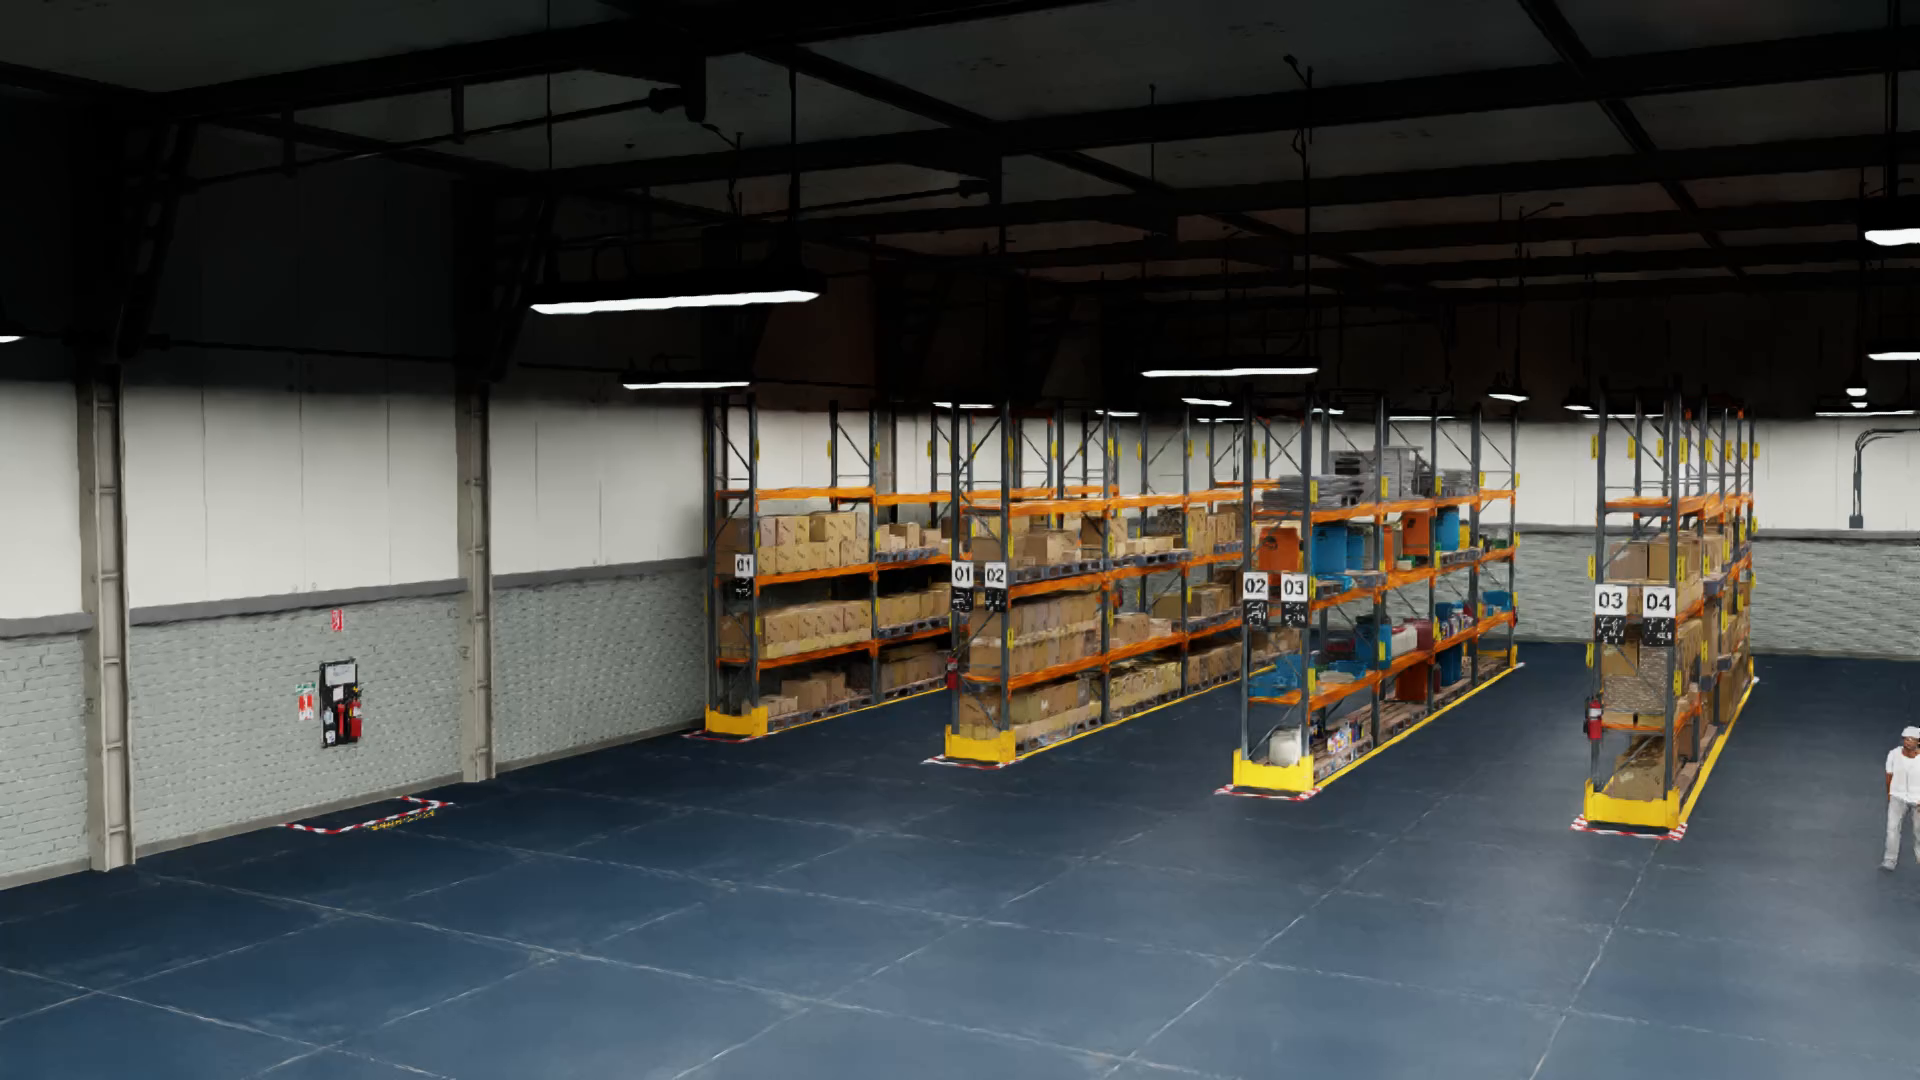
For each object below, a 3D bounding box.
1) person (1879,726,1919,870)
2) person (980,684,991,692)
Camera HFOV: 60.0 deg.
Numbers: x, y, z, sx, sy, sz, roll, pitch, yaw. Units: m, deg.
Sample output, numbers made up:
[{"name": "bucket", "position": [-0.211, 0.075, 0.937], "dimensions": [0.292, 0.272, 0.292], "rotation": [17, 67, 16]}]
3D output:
[{"name": "person", "position": [11.336, 3.066, 19.834], "dimensions": [0.571, 1.706, 1.042], "rotation": [2, 4, 38]}, {"name": "person", "position": [0.614, 2.480, 30.763], "dimensions": [0.543, 1.700, 1.119], "rotation": [2, 3, 27]}]
